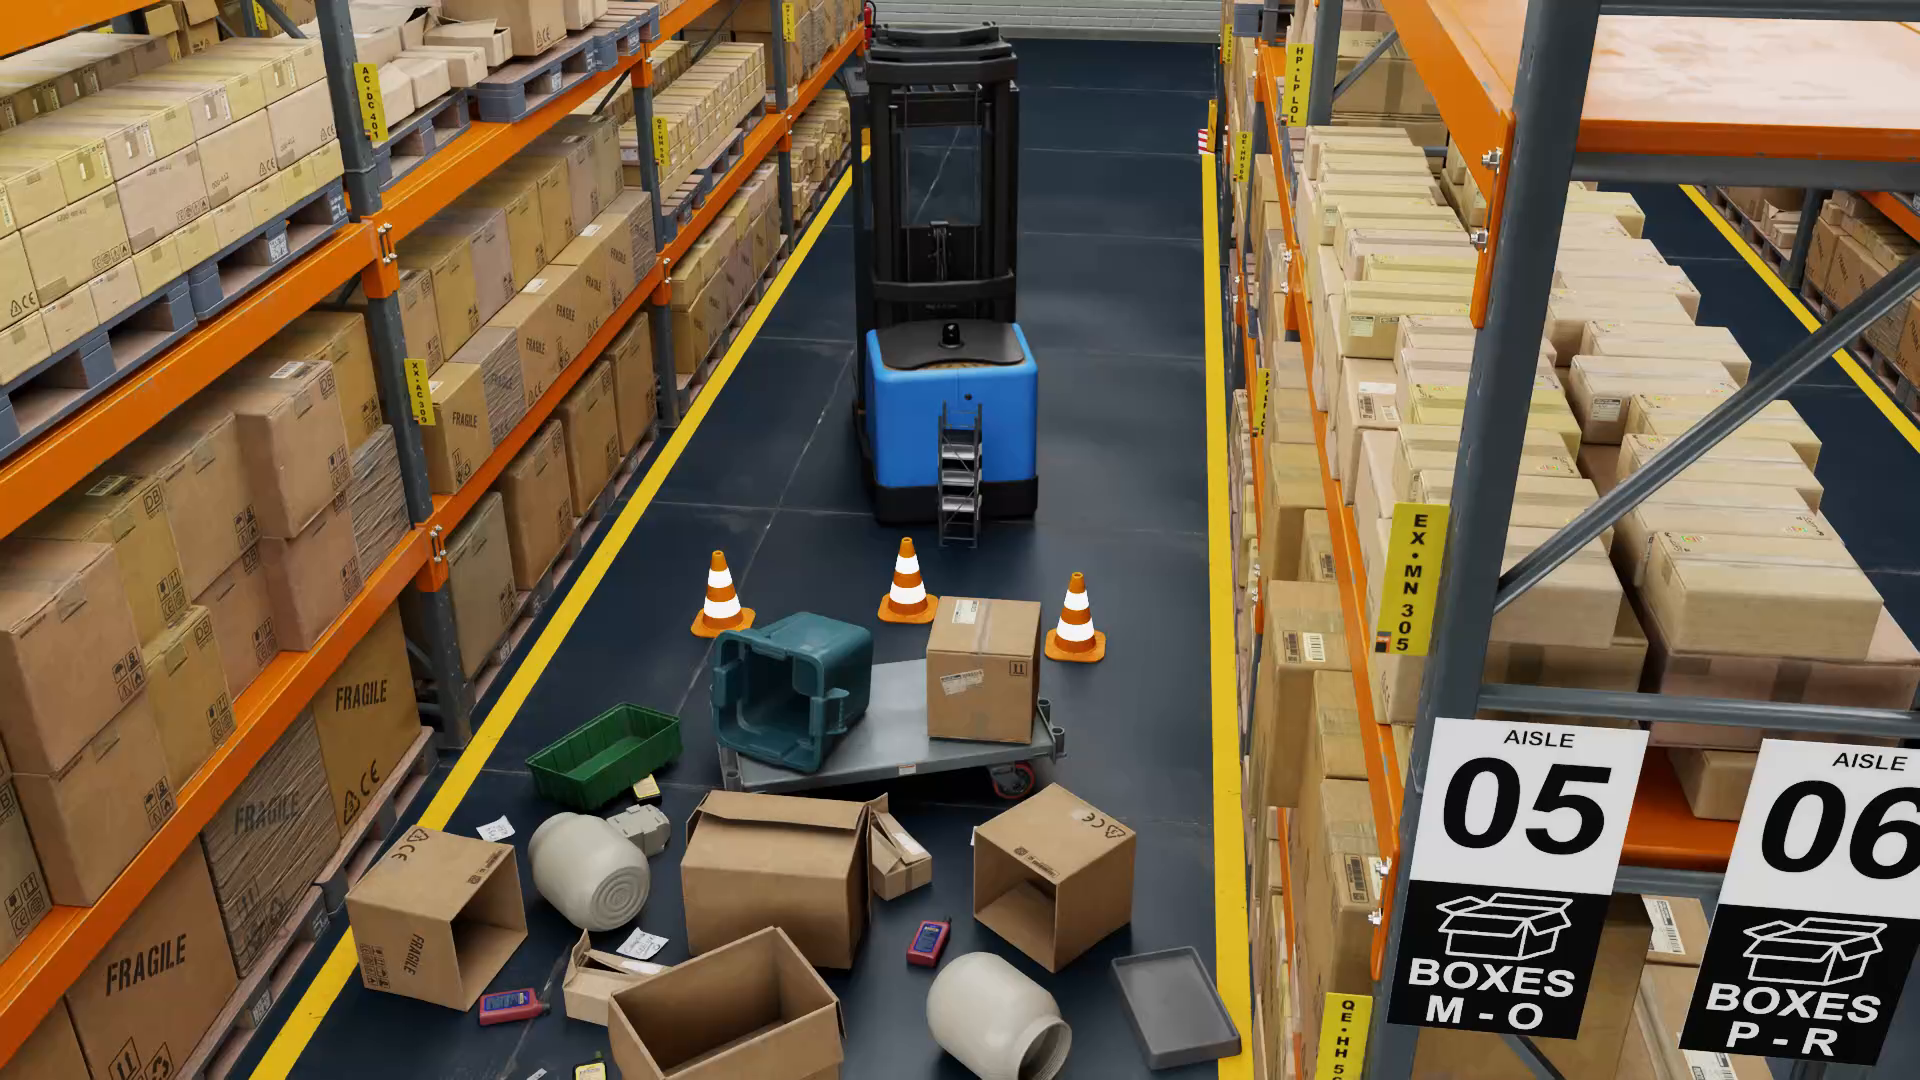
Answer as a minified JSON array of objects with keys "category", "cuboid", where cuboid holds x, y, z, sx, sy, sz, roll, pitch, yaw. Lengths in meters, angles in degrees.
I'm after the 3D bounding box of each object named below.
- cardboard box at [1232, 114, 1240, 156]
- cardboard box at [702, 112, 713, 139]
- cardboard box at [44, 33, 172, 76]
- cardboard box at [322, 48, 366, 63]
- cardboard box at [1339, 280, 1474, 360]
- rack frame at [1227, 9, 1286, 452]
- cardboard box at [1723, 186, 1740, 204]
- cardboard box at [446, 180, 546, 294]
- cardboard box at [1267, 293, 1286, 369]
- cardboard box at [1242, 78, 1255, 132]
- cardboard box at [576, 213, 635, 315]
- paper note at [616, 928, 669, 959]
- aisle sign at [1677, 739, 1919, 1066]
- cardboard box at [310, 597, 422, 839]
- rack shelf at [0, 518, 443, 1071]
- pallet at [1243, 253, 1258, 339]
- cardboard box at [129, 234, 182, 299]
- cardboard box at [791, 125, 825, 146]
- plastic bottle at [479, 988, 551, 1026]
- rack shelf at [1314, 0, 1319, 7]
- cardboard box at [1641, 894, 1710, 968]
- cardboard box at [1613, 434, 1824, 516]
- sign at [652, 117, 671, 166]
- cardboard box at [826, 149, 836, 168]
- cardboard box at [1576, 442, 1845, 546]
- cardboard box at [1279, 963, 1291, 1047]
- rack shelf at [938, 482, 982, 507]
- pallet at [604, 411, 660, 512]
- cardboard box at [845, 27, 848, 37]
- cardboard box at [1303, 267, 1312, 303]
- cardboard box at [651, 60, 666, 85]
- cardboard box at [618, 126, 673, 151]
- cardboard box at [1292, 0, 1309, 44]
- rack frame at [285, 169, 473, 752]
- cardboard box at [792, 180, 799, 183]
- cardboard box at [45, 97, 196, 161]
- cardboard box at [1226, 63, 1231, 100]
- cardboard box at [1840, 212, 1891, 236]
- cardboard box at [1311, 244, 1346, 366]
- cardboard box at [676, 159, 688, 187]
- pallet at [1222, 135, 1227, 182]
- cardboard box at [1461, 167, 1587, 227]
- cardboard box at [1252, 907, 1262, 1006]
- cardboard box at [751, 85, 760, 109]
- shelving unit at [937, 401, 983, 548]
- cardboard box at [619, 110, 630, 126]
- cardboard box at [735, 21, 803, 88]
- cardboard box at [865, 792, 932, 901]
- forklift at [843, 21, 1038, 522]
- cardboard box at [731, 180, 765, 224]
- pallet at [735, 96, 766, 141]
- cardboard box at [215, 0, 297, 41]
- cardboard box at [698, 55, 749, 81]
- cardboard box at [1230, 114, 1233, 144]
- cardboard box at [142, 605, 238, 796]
[{"category":"cardboard box","cuboid":[2.353,-3.062,12.694,0.500,0.250,0.500,3,28,5]},{"category":"cardboard box","cuboid":[-2.129,-3.204,12.836,0.380,0.149,0.250,3,28,6]},{"category":"cardboard box","cuboid":[-3.416,-1.932,6.680,0.380,0.149,0.250,4,29,7]},{"category":"cardboard box","cuboid":[-3.107,-2.119,7.761,0.500,0.250,0.500,4,29,7]},{"category":"cardboard box","cuboid":[1.304,-0.632,4.815,0.380,0.149,0.250,4,29,7]},{"category":"rack frame","cuboid":[2.381,-1.937,10.975,1.000,3.000,0.127,3,28,6]},{"category":"cardboard box","cuboid":[7.811,-3.575,16.208,0.500,0.500,0.500,4,29,7]},{"category":"cardboard box","cuboid":[-2.793,-1.730,9.431,0.700,0.500,0.500,3,28,6]},{"category":"cardboard box","cuboid":[1.779,-0.878,8.148,0.500,0.500,0.500,4,29,6]},{"category":"cardboard box","cuboid":[2.239,-2.922,11.643,0.500,0.500,0.500,4,29,7]},{"category":"cardboard box","cuboid":[-2.395,-1.759,10.538,0.500,0.500,0.500,3,28,6]},{"category":"paper note","cuboid":[-1.385,1.762,7.247,0.172,0.023,0.155,14,31,24]},{"category":"aisle sign","cuboid":[1.701,0.732,3.281,0.394,0.787,0.004,3,28,6]},{"category":"cardboard box","cuboid":[-3.181,0.748,7.788,0.875,0.875,0.875,4,29,7]},{"category":"rack shelf","cuboid":[-3.279,0.964,6.349,1.077,0.370,4.000,3,28,6]},{"category":"pallet","cuboid":[2.399,-1.511,10.386,1.213,0.211,1.003,3,28,6]},{"category":"cardboard box","cuboid":[-2.916,-0.943,5.684,0.380,0.149,0.250,3,28,6]},{"category":"cardboard box","cuboid":[-1.589,-4.136,16.992,0.380,0.149,0.250,3,29,6]},{"category":"plastic bottle","cuboid":[-1.843,1.930,6.896,0.283,0.061,0.133,-6,29,-11]},{"category":"rack shelf","cuboid":[2.136,-3.144,8.070,1.077,0.370,4.000,3,28,6]},{"category":"cardboard box","cuboid":[1.794,1.203,4.727,0.500,0.500,0.500,4,29,8]},{"category":"cardboard box","cuboid":[1.754,-0.121,3.866,0.380,0.149,0.250,3,28,6]},{"category":"sign","cuboid":[-1.993,-2.656,11.089,0.100,0.325,0.005,3,28,6]},{"category":"cardboard box","cuboid":[-1.510,-3.998,17.364,0.380,0.149,0.250,4,29,7]},{"category":"cardboard box","cuboid":[1.798,-0.014,4.088,0.500,0.250,0.500,3,28,5]},{"category":"cardboard box","cuboid":[1.252,1.552,5.481,0.380,0.149,0.250,4,29,7]},{"category":"rack shelf","cuboid":[0.001,-0.291,10.394,0.258,0.077,0.200,3,28,6]},{"category":"pallet","cuboid":[-2.716,-0.583,11.401,1.003,0.211,1.213,3,28,6]},{"category":"cardboard box","cuboid":[-1.407,-5.428,17.720,0.380,0.149,0.250,3,28,6]},{"category":"cardboard box","cuboid":[1.519,-1.012,6.359,0.380,0.149,0.250,3,28,6]},{"category":"cardboard box","cuboid":[-2.654,-3.868,13.754,0.380,0.149,0.250,3,28,6]},{"category":"cardboard box","cuboid":[-2.265,-2.846,11.857,0.380,0.149,0.250,3,28,5]},{"category":"cardboard box","cuboid":[2.255,-2.856,9.412,0.700,0.500,0.500,3,28,6]},{"category":"rack frame","cuboid":[-3.034,-0.294,7.925,1.000,3.000,0.127,3,28,6]},{"category":"cardboard box","cuboid":[-1.750,-3.397,15.934,0.380,0.149,0.250,4,29,7]},{"category":"cardboard box","cuboid":[-2.886,-1.416,5.722,0.380,0.149,0.250,3,29,6]},{"category":"cardboard box","cuboid":[2.732,-4.339,15.329,0.500,0.500,0.500,3,28,5]},{"category":"cardboard box","cuboid":[7.533,-2.615,13.742,0.380,0.149,0.250,3,28,5]},{"category":"cardboard box","cuboid":[1.437,-0.770,5.491,0.500,0.250,0.500,4,29,7]},{"category":"cardboard box","cuboid":[-2.223,-2.703,12.220,0.380,0.149,0.250,5,29,9]},{"category":"pallet","cuboid":[3.341,-4.094,17.919,1.003,0.211,1.213,3,28,6]},{"category":"cardboard box","cuboid":[1.992,-1.209,5.885,0.380,0.149,0.250,4,29,7]},{"category":"cardboard box","cuboid":[1.434,1.735,6.614,0.500,0.250,0.500,3,28,6]},{"category":"cardboard box","cuboid":[-1.937,-3.813,14.280,0.380,0.149,0.250,4,29,6]},{"category":"shelving unit","cuboid":[0.001,-0.400,10.336,0.258,0.900,0.210,3,28,6]},{"category":"cardboard box","cuboid":[-2.780,-3.249,12.918,0.380,0.149,0.250,4,29,7]},{"category":"cardboard box","cuboid":[-1.743,-4.453,15.227,0.500,0.500,0.500,3,28,5]},{"category":"cardboard box","cuboid":[-0.339,1.408,7.648,0.258,0.266,0.396,-17,33,-29]},{"category":"forklift","cuboid":[-0.194,-2.082,11.316,1.130,2.935,3.031,-3,29,-6]},{"category":"cardboard box","cuboid":[-1.971,-2.868,14.105,0.500,0.250,0.500,5,29,9]},{"category":"pallet","cuboid":[-2.292,-3.624,14.309,1.003,0.211,1.213,3,28,6]},{"category":"cardboard box","cuboid":[-6.652,-5.001,15.717,0.500,0.500,0.500,3,28,6]},{"category":"cardboard box","cuboid":[-1.975,-3.948,13.902,0.380,0.149,0.250,2,28,5]},{"category":"cardboard box","cuboid":[2.493,-3.318,13.697,0.500,0.250,0.500,3,28,5]},{"category":"cardboard box","cuboid":[-3.261,0.577,6.150,0.875,0.550,0.500,3,28,6]}]
